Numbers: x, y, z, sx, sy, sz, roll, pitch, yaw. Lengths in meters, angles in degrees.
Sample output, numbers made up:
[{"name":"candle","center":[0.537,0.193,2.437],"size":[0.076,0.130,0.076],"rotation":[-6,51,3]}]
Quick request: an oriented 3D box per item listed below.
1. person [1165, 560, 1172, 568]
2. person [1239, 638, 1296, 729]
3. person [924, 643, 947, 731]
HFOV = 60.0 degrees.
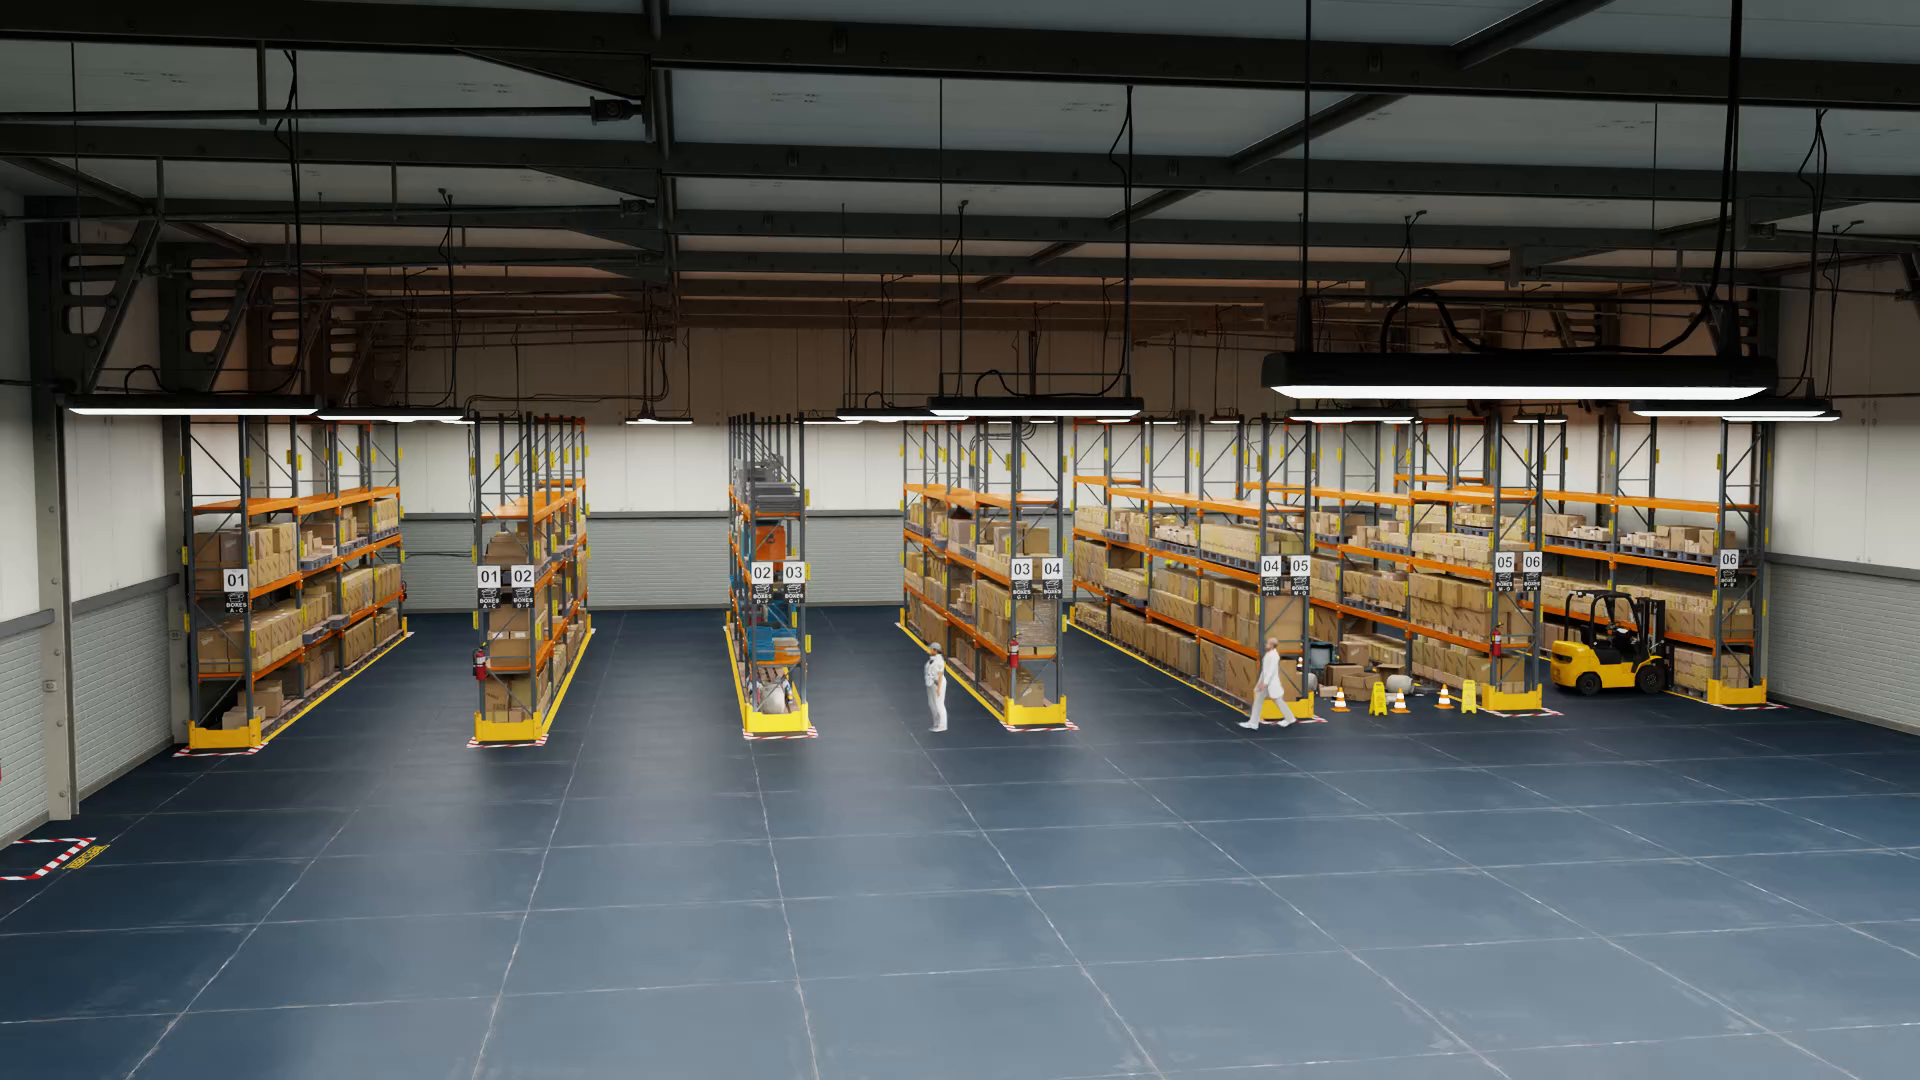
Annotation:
[{"name":"person","center":[6.280,1.451,50.310],"size":[1.044,1.726,0.699],"rotation":[-1,4,-11]},{"name":"person","center":[5.861,2.712,31.483],"size":[1.118,1.737,0.526],"rotation":[-3,5,-34]},{"name":"person","center":[-0.464,2.780,31.277],"size":[0.405,1.703,0.571],"rotation":[-1,4,-20]}]
